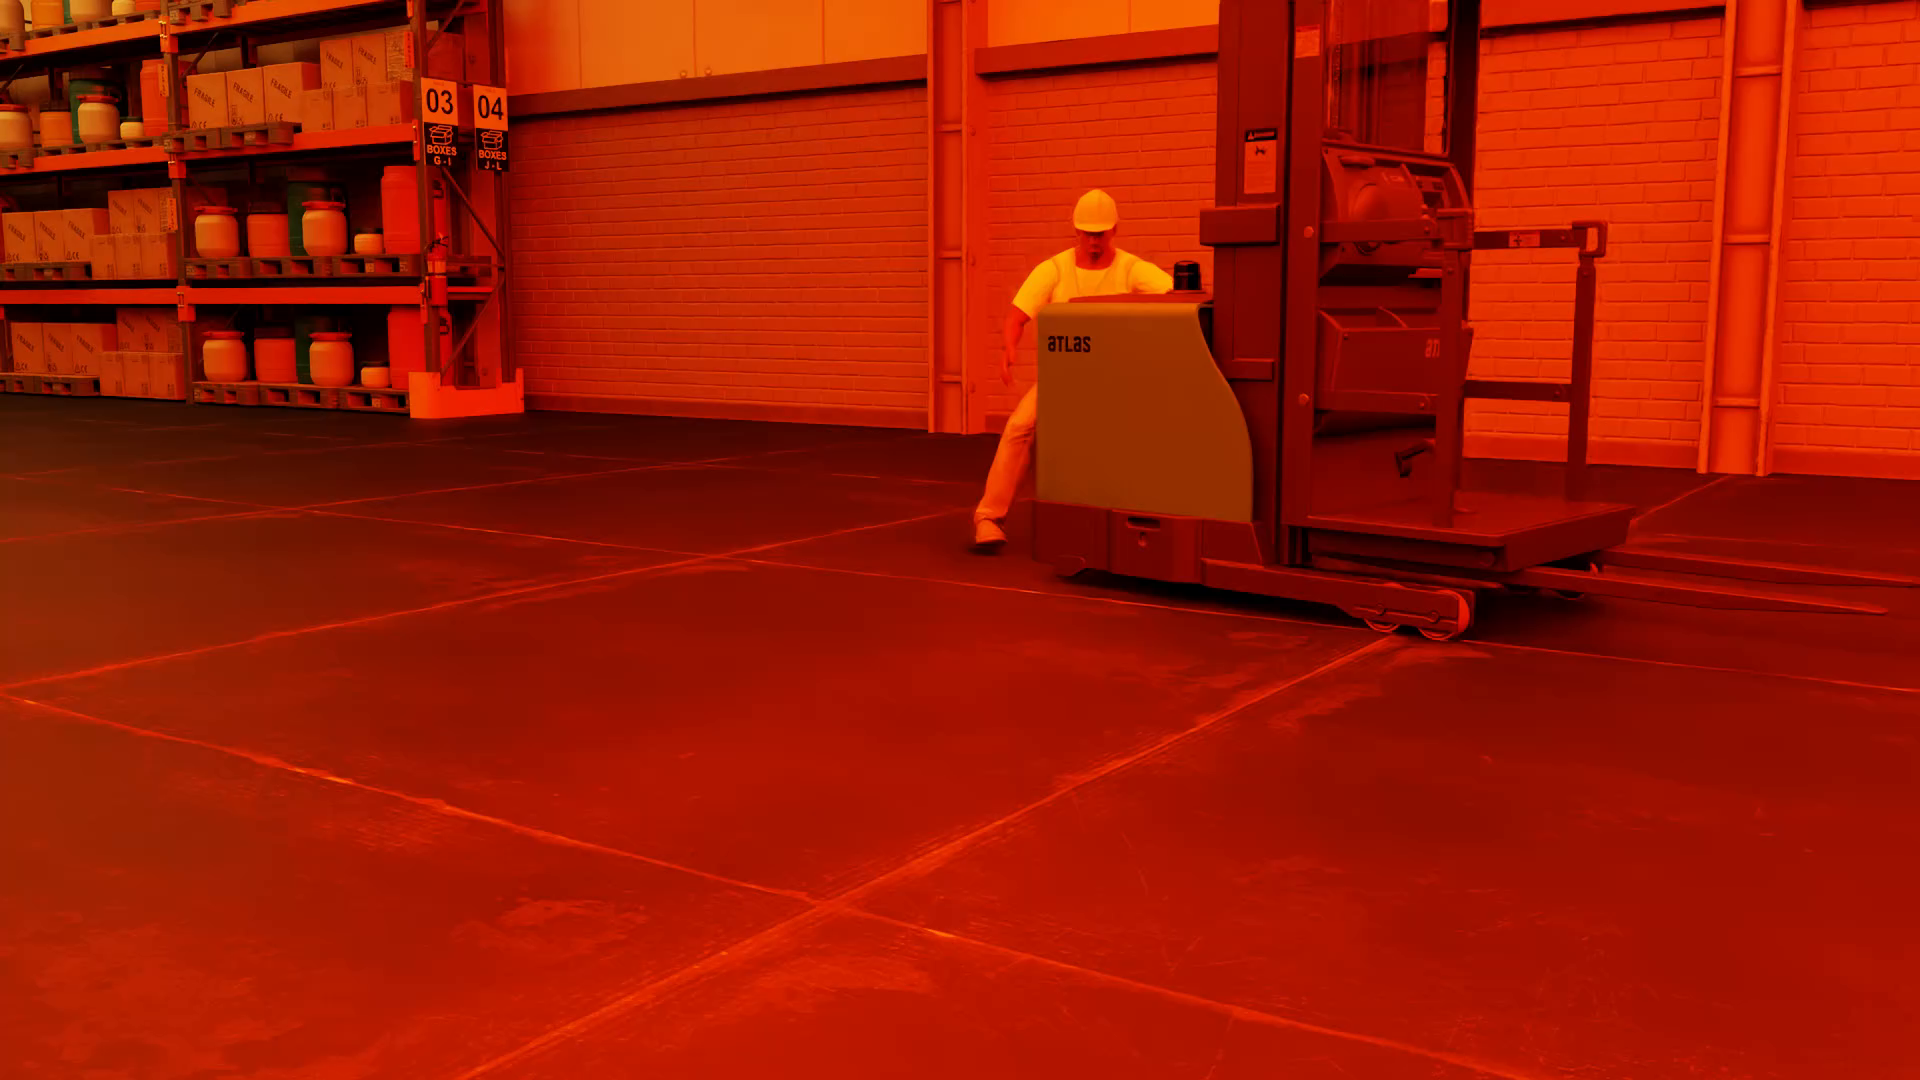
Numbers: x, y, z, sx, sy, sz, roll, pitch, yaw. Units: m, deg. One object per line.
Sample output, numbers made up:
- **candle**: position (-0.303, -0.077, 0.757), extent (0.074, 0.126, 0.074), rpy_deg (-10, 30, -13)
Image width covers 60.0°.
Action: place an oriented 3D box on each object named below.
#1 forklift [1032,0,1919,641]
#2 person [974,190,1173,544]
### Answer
- **forklift**: position (1.694, -1.210, 5.701), extent (3.031, 2.935, 1.130), rpy_deg (8, 11, 43)
- **person**: position (0.631, -0.761, 7.469), extent (1.055, 1.604, 0.970), rpy_deg (2, 8, 11)
